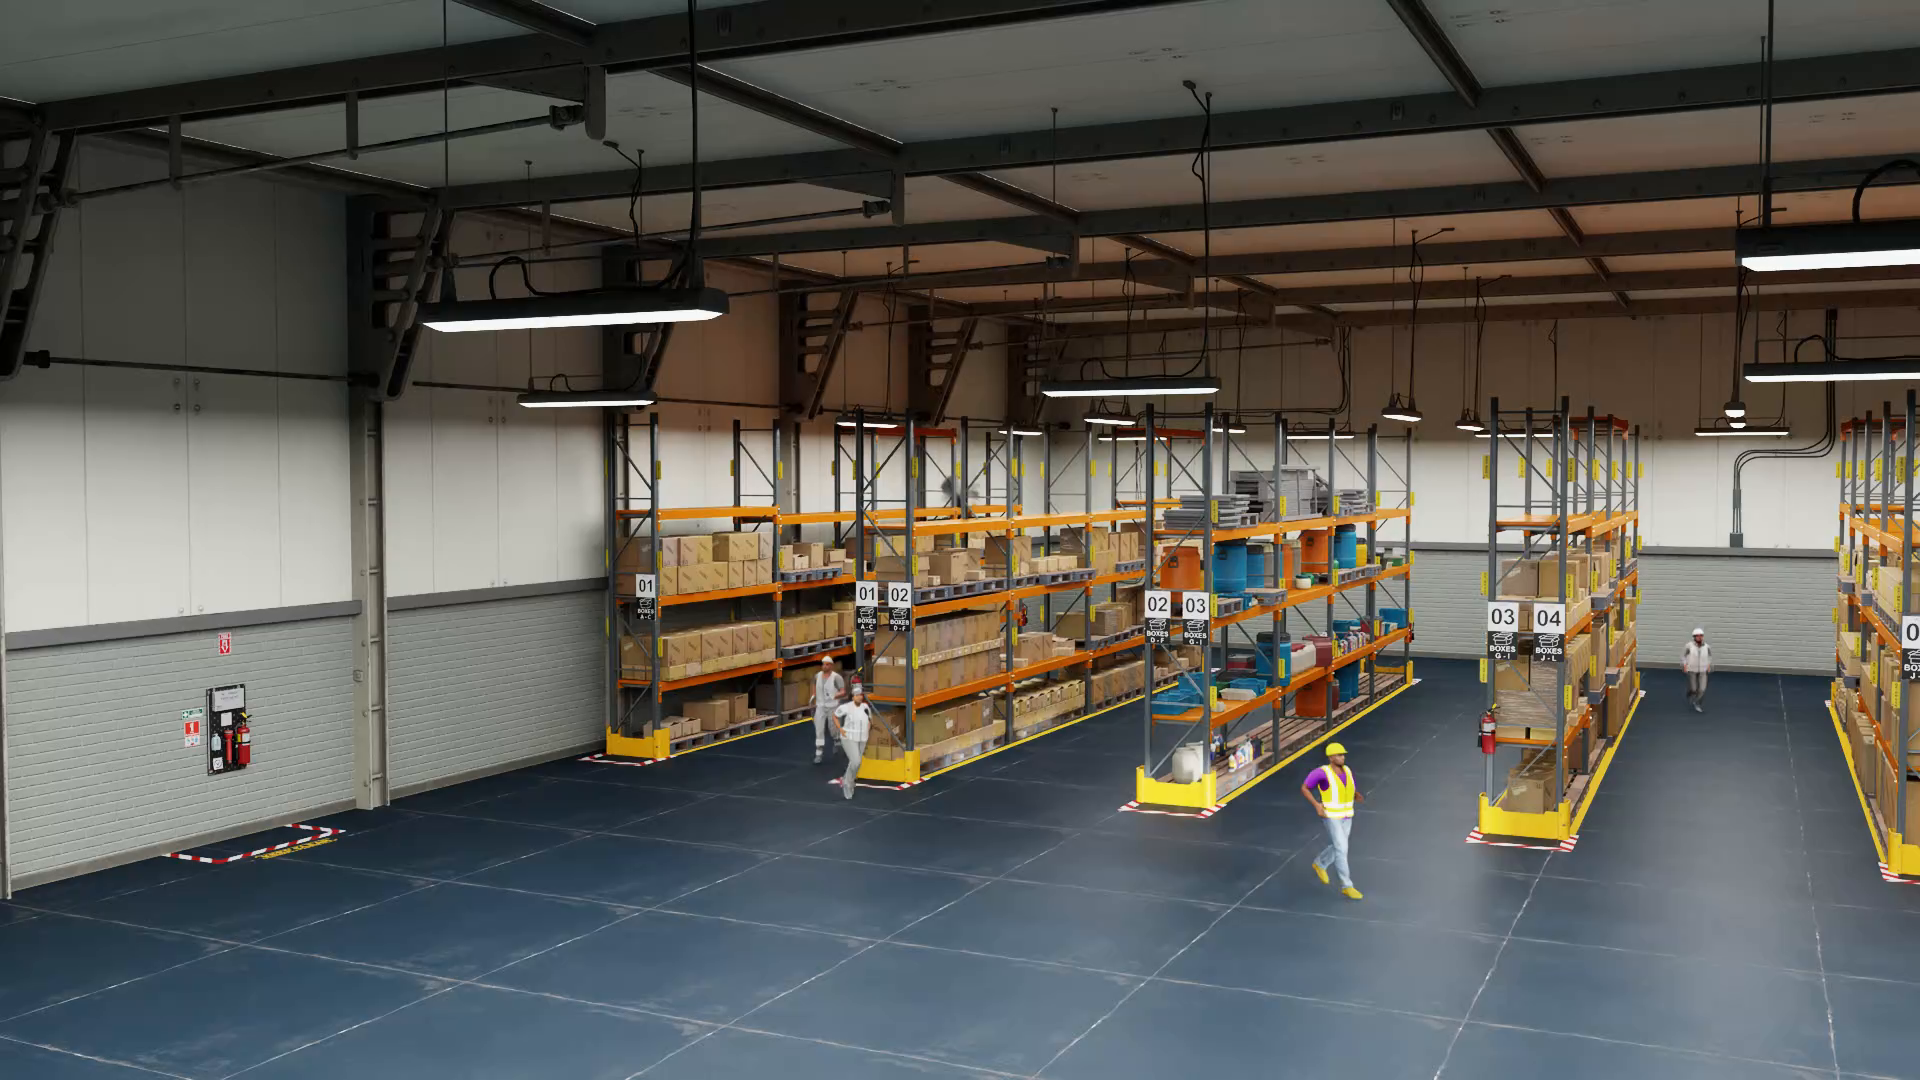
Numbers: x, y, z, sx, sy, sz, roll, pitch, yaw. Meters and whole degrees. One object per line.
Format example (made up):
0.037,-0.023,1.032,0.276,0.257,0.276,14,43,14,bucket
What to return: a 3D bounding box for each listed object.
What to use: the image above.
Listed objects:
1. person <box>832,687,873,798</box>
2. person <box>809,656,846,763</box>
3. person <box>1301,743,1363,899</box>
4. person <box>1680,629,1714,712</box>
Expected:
-1.613,3.110,25.591,0.619,1.707,0.660,-2,3,-35,person
-2.279,2.880,28.556,0.668,1.781,0.970,1,2,15,person
4.440,3.270,19.620,0.698,1.762,0.894,-2,3,-33,person
15.319,2.696,34.587,0.644,1.727,0.616,0,2,11,person
